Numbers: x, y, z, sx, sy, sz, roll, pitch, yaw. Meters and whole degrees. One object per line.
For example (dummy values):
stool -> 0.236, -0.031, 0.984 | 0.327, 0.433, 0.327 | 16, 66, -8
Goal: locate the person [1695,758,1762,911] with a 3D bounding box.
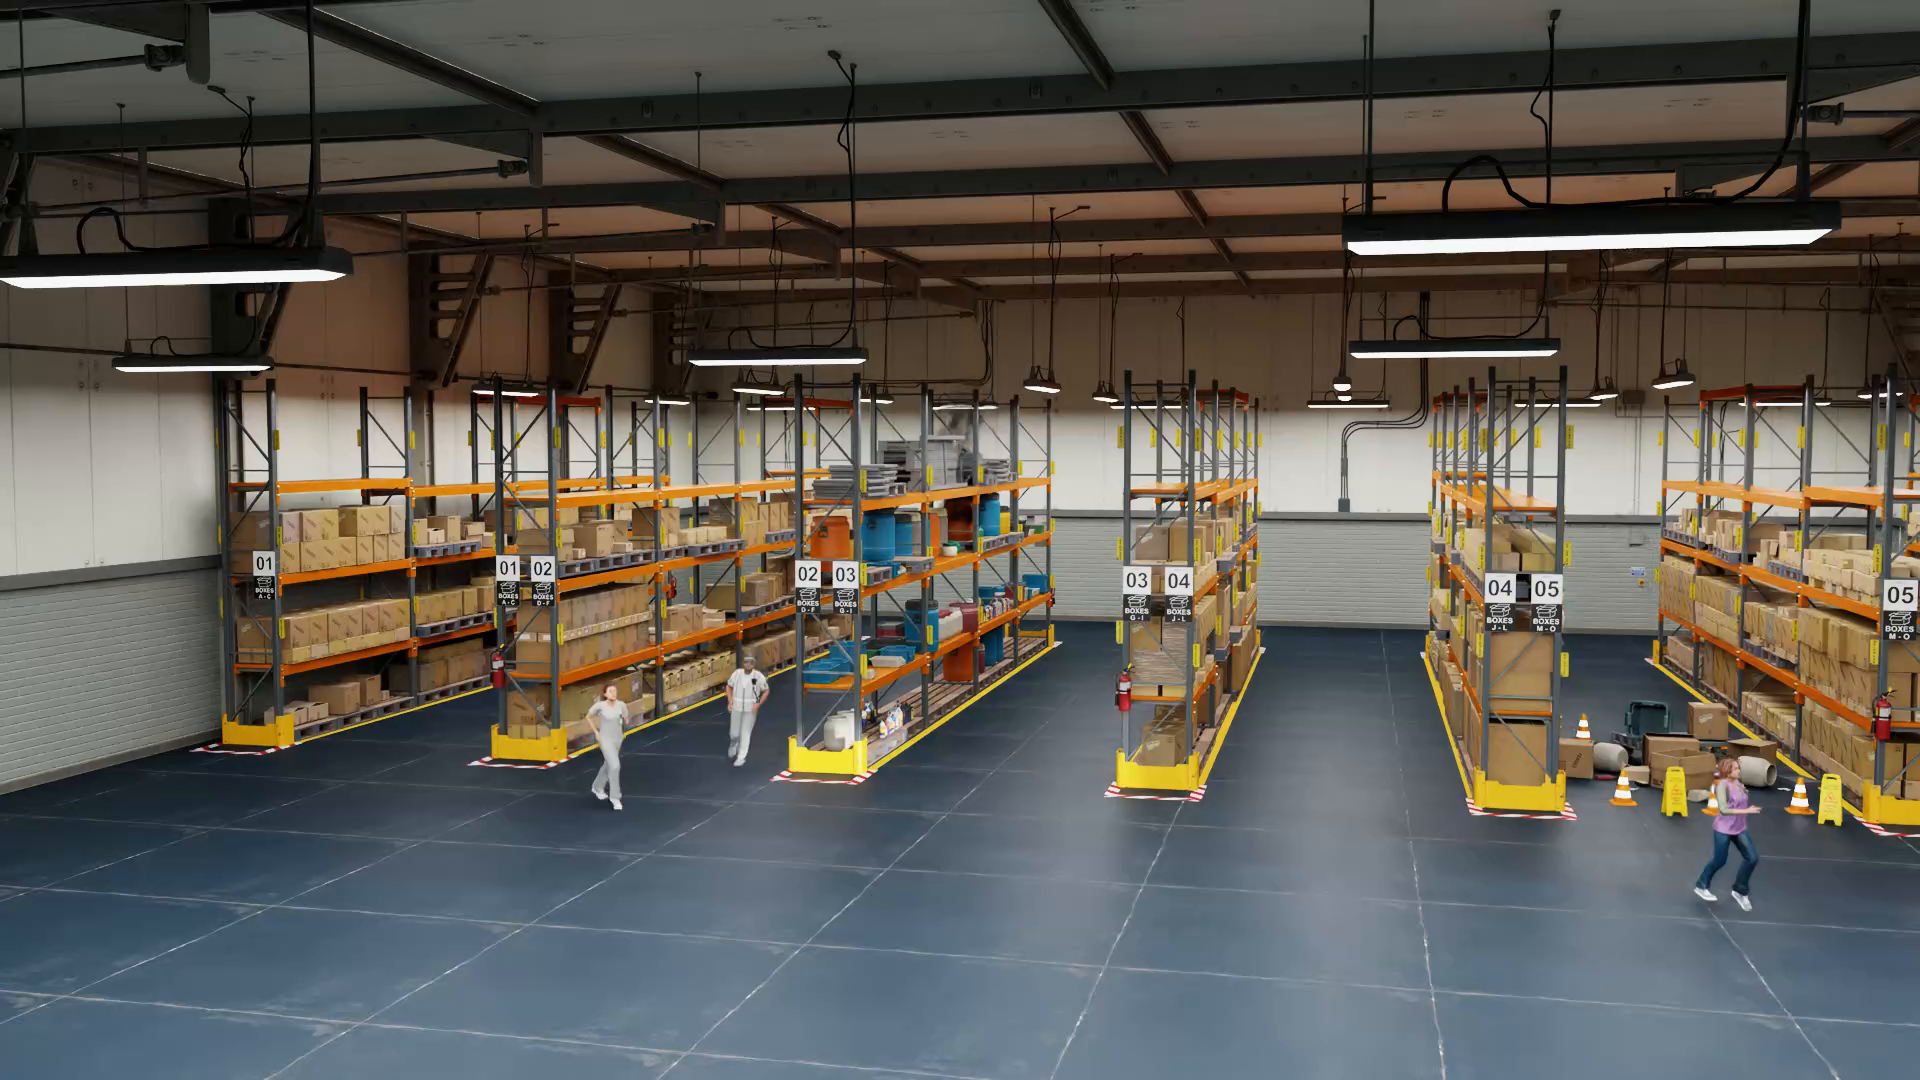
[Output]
person -> 8.223, 3.141, 17.755 | 0.520, 1.641, 0.699 | -2, 4, -31

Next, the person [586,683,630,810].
person -> -4.797, 2.805, 22.815 | 0.793, 1.726, 0.541 | 3, 5, 45

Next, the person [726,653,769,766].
person -> -3.289, 2.613, 25.748 | 0.682, 1.751, 0.587 | 0, 3, 0
